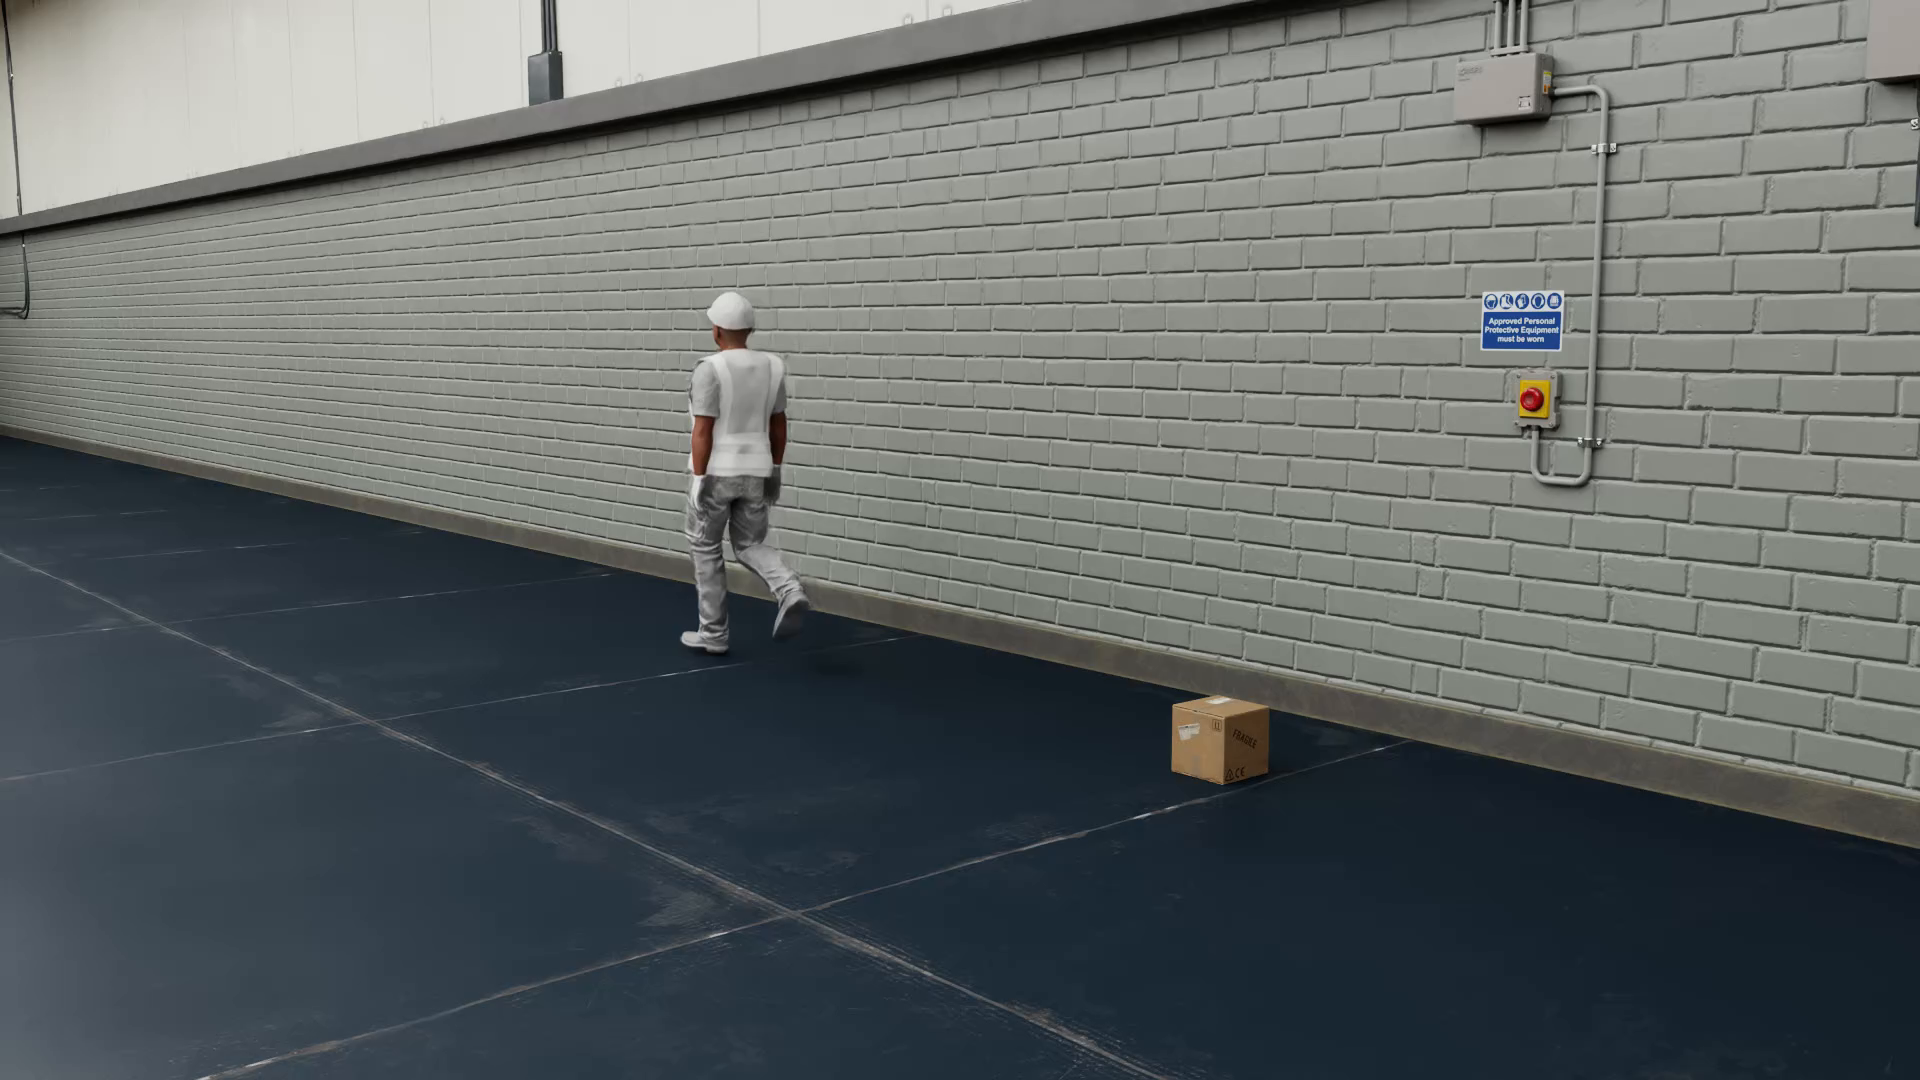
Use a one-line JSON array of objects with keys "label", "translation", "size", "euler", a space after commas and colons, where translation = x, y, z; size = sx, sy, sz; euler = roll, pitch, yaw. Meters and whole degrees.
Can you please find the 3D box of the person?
[{"label": "person", "translation": [-1.066, -0.315, 8.072], "size": [0.562, 1.763, 0.773], "euler": [-7, 10, -44]}]
